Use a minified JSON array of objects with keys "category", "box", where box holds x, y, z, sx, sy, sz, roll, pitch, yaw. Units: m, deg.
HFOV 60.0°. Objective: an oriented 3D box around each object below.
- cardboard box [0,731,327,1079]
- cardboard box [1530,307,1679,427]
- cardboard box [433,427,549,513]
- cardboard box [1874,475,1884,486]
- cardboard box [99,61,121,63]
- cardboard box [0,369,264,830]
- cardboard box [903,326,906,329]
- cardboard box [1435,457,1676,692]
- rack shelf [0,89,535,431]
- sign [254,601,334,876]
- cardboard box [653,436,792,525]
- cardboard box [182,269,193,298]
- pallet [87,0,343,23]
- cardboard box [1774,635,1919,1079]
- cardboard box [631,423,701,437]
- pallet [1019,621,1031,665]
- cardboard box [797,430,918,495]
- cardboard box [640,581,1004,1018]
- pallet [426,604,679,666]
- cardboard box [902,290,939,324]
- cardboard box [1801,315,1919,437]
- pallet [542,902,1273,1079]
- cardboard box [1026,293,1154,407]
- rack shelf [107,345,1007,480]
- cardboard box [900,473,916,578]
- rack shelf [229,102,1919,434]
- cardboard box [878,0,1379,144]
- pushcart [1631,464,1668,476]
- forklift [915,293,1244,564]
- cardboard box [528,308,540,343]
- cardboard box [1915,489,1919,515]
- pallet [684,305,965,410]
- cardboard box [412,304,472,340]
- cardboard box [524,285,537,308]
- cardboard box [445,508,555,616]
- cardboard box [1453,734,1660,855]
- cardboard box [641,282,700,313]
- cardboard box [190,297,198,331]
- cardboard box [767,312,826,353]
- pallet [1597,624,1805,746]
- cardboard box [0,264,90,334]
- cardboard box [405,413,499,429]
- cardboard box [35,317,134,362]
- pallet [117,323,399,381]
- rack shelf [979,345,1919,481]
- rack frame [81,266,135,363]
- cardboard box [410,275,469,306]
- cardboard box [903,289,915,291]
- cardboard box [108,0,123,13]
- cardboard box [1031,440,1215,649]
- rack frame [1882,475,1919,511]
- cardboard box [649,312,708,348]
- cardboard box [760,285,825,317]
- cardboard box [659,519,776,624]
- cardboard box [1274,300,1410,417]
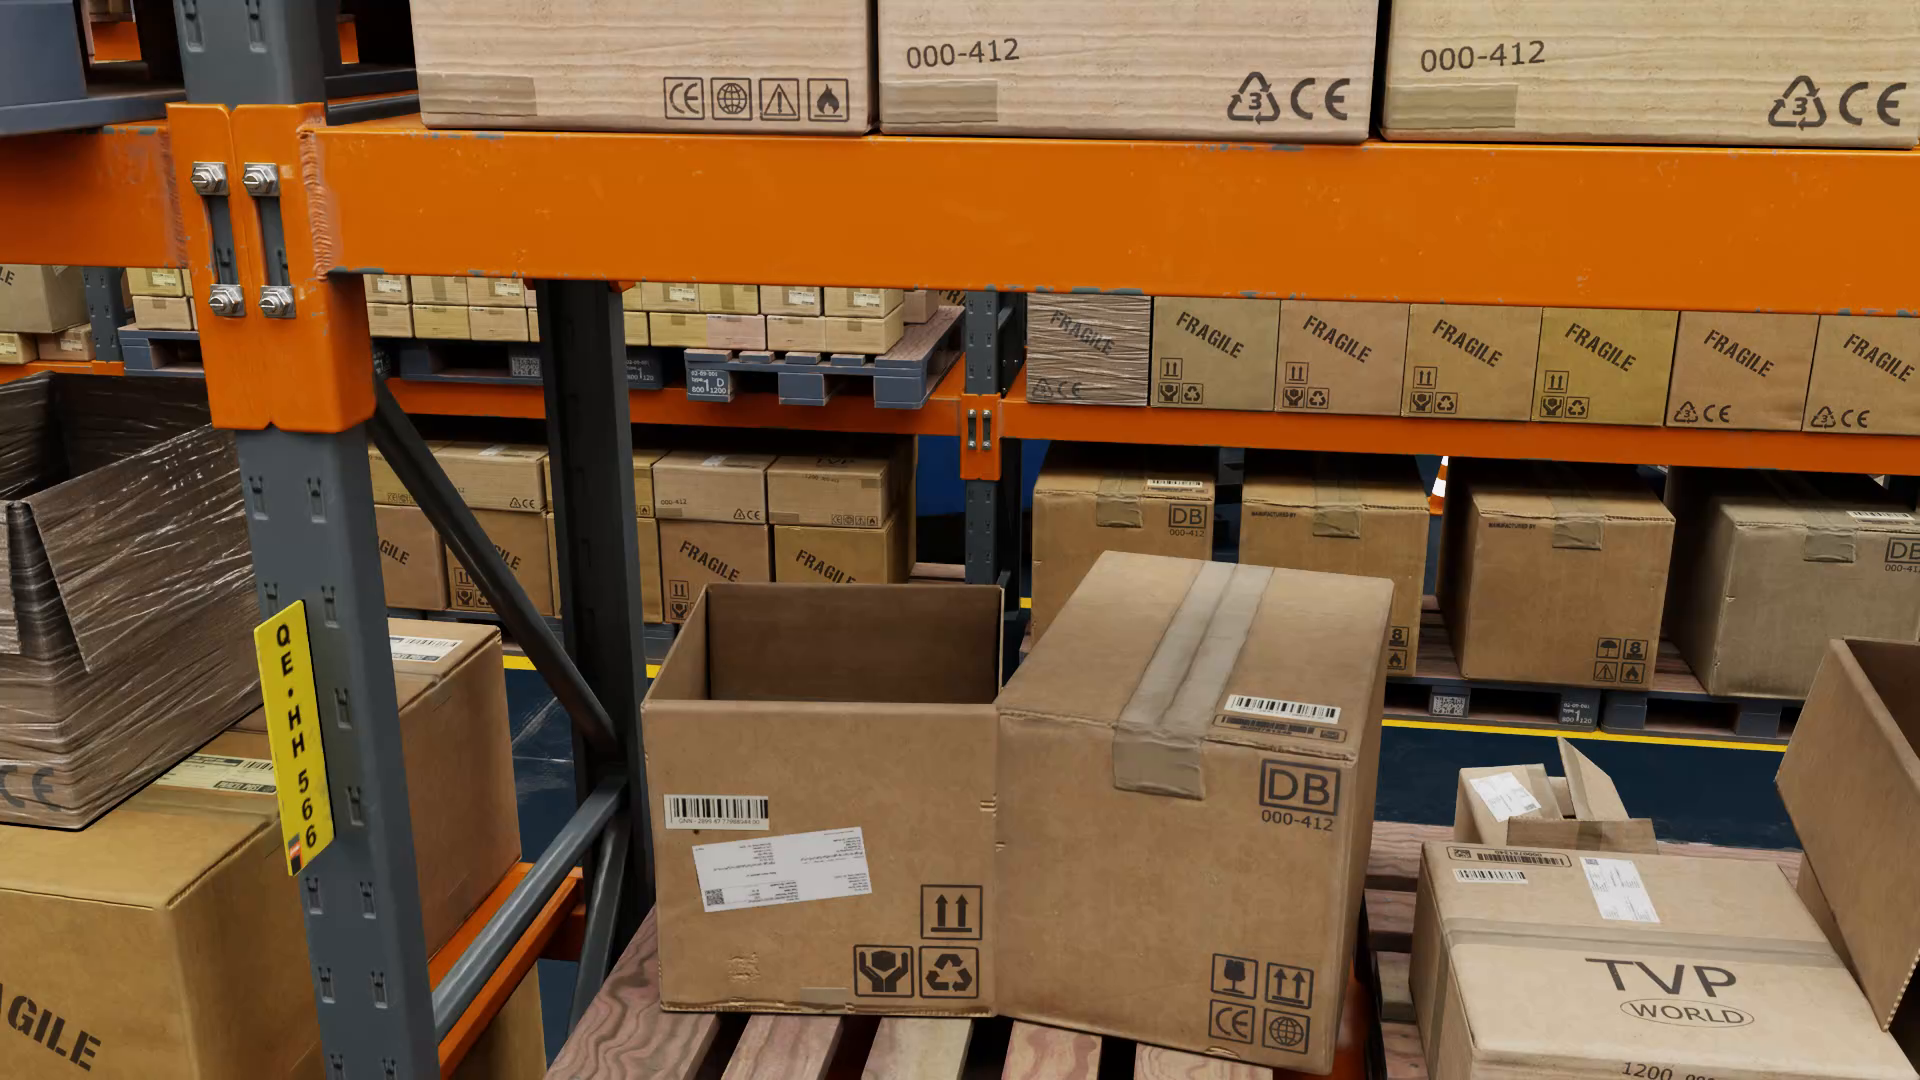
[{"category":"cardboard box","box":[-1.251,0.623,2.556,0.500,0.500,0.500,4,19,10]},{"category":"cardboard box","box":[2.556,-0.771,6.722,0.500,0.500,0.500,3,19,9]},{"category":"cardboard box","box":[-2.071,-0.329,7.654,0.500,0.250,0.500,4,19,11]},{"category":"cardboard box","box":[5.261,-0.276,9.709,0.396,0.266,0.258,-11,21,-29]},{"category":"cardboard box","box":[-6.236,-3.574,12.503,0.250,0.149,0.380,4,19,10]},{"category":"cardboard box","box":[-1.444,0.053,2.680,0.637,0.503,0.797,4,19,11]},{"category":"cardboard box","box":[-0.701,-1.786,12.599,0.875,0.875,0.875,3,19,9]},{"category":"cardboard box","box":[2.532,0.085,7.205,0.750,0.750,1.050,3,19,9]},{"category":"rack shelf","box":[-2.699,-0.564,2.669,4.000,0.370,1.077,3,19,9]},{"category":"sign","box":[-0.809,0.243,2.026,0.005,0.325,0.100,3,19,9]},{"category":"cardboard box","box":[-1.055,-0.275,7.493,0.500,0.250,0.500,3,19,9]},{"category":"cardboard box","box":[-3.215,-1.177,7.360,0.250,0.149,0.380,3,19,8]},{"category":"pallet","box":[-3.195,-2.402,7.322,1.003,0.211,1.213,3,19,9]},{"category":"cardboard box","box":[1.499,0.512,2.220,0.637,0.503,0.797,5,19,14]},{"category":"cardboard box","box":[-1.468,-0.466,8.063,0.500,0.250,0.500,3,19,9]},{"category":"pallet","box":[0.929,0.454,7.612,1.213,0.211,1.003,3,19,9]},{"category":"cardboard box","box":[-0.480,-0.411,7.900,0.500,0.250,0.500,2,19,6]},{"category":"cardboard box","box":[-0.185,0.386,2.604,0.500,0.500,0.500,1,19,2]},{"category":"pallet","box":[-1.810,0.289,8.106,1.213,0.211,1.003,3,19,9]},{"category":"cardboard box","box":[-0.248,-1.097,7.588,0.250,0.149,0.380,3,19,8]},{"category":"cardboard box","box":[3.554,-0.720,6.570,0.500,0.500,0.500,3,19,8]},{"category":"pallet","box":[-0.004,0.711,2.753,1.003,0.211,1.213,3,19,9]},{"category":"cardboard box","box":[0.563,-0.871,7.023,0.500,0.500,0.500,3,19,9]},{"category":"rack shelf","box":[-1.813,-0.691,7.774,4.000,0.370,1.077,3,19,9]},{"category":"cardboard box","box":[-0.496,-0.060,8.034,0.500,0.500,0.500,2,19,6]},{"category":"rack shelf","box":[1.250,-0.363,2.067,4.000,0.370,1.077,3,19,9]},{"category":"cardboard box","box":[0.206,-0.604,1.891,0.500,0.250,0.500,3,19,10]},{"category":"pushcart","box":[4.485,-0.325,9.681,0.936,0.377,1.648,-3,19,-10]},{"category":"forklift","box":[0.995,-1.494,9.148,3.031,2.935,1.130,-5,19,-15]},{"category":"cardboard box","box":[-1.663,-0.958,7.174,0.250,0.149,0.380,3,19,10]},{"category":"cardboard box","box":[5.686,-0.305,9.207,0.503,0.637,0.797,3,19,9]},{"category":"pallet","box":[-0.558,-0.843,7.397,1.003,0.211,1.213,3,19,9]},{"category":"cardboard box","box":[-2.181,-0.985,7.253,0.250,0.149,0.380,3,19,8]},{"category":"cardboard box","box":[-1.672,-1.099,7.125,0.250,0.149,0.380,3,19,10]},{"category":"cardboard box","box":[-2.058,0.022,7.787,0.500,0.500,0.500,3,19,10]},{"category":"cardboard box","box":[0.965,0.481,2.687,0.258,0.266,0.396,2,19,7]},{"category":"cardboard box","box":[-1.169,-1.073,7.047,0.250,0.149,0.380,3,19,9]},{"category":"cardboard box","box":[-3.197,-1.037,7.408,0.250,0.149,0.380,3,19,10]},{"category":"cardboard box","box":[-0.643,-0.905,7.015,0.250,0.149,0.380,3,19,9]},{"category":"pallet","box":[3.338,0.577,7.245,1.213,0.211,1.003,3,19,9]},{"category":"cardboard box","box":[-4.310,-1.257,7.706,0.500,0.500,0.500,3,19,9]},{"category":"cardboard box","box":[-2.506,-0.514,8.207,0.500,0.250,0.500,4,19,11]},{"category":"cardboard box","box":[-4.106,-0.954,7.824,0.250,0.149,0.380,3,19,8]},{"category":"pallet","box":[-3.056,-0.958,7.740,1.213,0.211,1.003,3,19,9]},{"category":"rack shelf","box":[2.137,-0.489,7.172,4.000,0.370,1.077,3,19,9]},{"category":"rack frame","box":[-3.787,-1.133,7.961,0.127,3.000,1.000,3,19,9]},{"category":"cardboard box","box":[-2.175,-1.125,7.204,0.250,0.149,0.380,3,19,8]},{"category":"cardboard box","box":[-0.283,-1.240,7.546,0.250,0.149,0.380,4,19,11]},{"category":"cardboard box","box":[-4.202,-2.590,7.825,0.500,0.250,0.500,4,19,11]},{"category":"cardboard box","box":[0.749,-0.005,7.473,0.750,0.750,1.050,3,19,8]},{"category":"rack frame","box":[4.112,-0.730,6.757,0.127,3.000,1.000,3,19,9]},{"category":"cardboard box","box":[-1.142,-0.932,7.094,0.250,0.149,0.380,3,19,8]},{"category":"cardboard box","box":[-0.662,-1.047,6.972,0.250,0.149,0.380,4,19,11]},{"category":"cardboard box","box":[-1.041,0.077,7.625,0.500,0.500,0.500,4,19,11]},{"category":"cardboard box","box":[1.563,-0.821,6.873,0.500,0.500,0.500,3,19,9]}]
